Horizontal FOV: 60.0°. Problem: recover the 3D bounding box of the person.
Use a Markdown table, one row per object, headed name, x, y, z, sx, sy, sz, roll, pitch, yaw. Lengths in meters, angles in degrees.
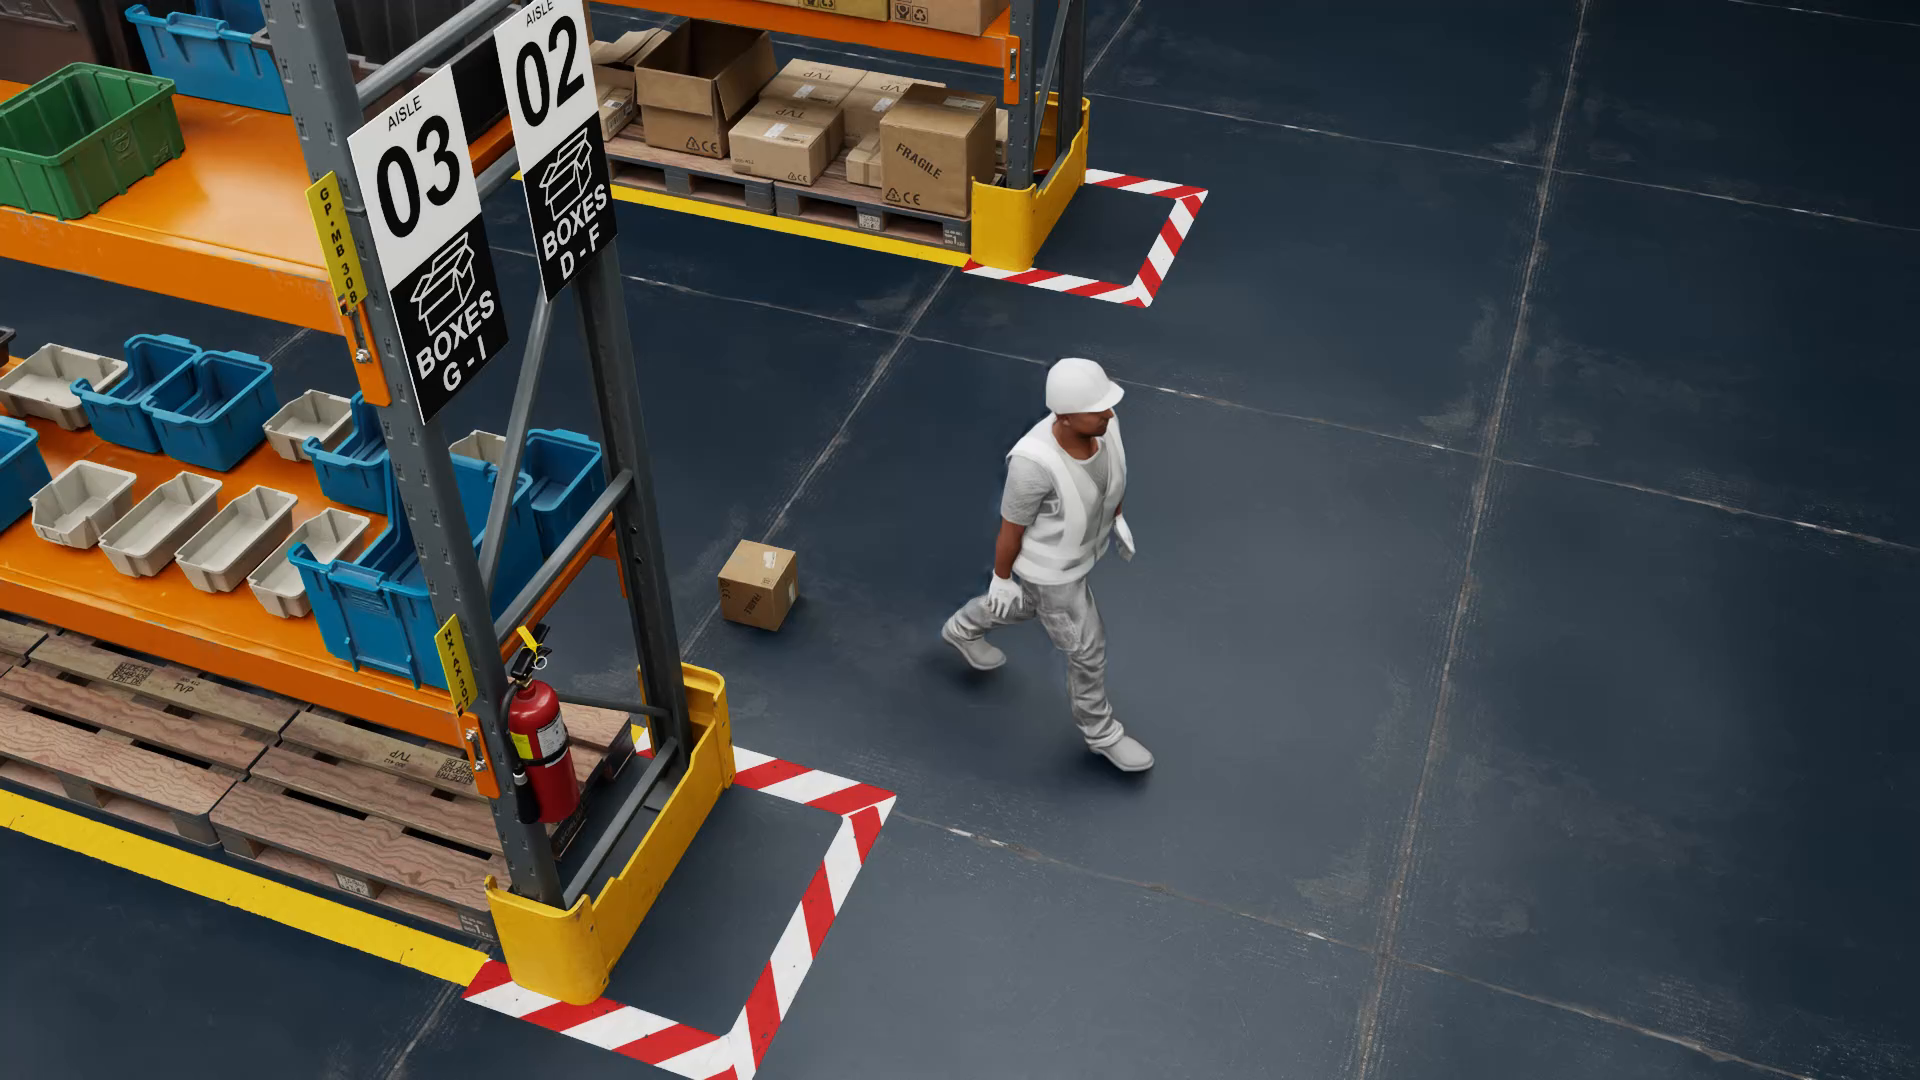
| name | x | y | z | sx | sy | sz | roll | pitch | yaw |
| --- | --- | --- | --- | --- | --- | --- | --- | --- | --- |
| person | 0.352 | 0.025 | 6.125 | 1.044 | 1.745 | 0.583 | 23 | 46 | 24 |
